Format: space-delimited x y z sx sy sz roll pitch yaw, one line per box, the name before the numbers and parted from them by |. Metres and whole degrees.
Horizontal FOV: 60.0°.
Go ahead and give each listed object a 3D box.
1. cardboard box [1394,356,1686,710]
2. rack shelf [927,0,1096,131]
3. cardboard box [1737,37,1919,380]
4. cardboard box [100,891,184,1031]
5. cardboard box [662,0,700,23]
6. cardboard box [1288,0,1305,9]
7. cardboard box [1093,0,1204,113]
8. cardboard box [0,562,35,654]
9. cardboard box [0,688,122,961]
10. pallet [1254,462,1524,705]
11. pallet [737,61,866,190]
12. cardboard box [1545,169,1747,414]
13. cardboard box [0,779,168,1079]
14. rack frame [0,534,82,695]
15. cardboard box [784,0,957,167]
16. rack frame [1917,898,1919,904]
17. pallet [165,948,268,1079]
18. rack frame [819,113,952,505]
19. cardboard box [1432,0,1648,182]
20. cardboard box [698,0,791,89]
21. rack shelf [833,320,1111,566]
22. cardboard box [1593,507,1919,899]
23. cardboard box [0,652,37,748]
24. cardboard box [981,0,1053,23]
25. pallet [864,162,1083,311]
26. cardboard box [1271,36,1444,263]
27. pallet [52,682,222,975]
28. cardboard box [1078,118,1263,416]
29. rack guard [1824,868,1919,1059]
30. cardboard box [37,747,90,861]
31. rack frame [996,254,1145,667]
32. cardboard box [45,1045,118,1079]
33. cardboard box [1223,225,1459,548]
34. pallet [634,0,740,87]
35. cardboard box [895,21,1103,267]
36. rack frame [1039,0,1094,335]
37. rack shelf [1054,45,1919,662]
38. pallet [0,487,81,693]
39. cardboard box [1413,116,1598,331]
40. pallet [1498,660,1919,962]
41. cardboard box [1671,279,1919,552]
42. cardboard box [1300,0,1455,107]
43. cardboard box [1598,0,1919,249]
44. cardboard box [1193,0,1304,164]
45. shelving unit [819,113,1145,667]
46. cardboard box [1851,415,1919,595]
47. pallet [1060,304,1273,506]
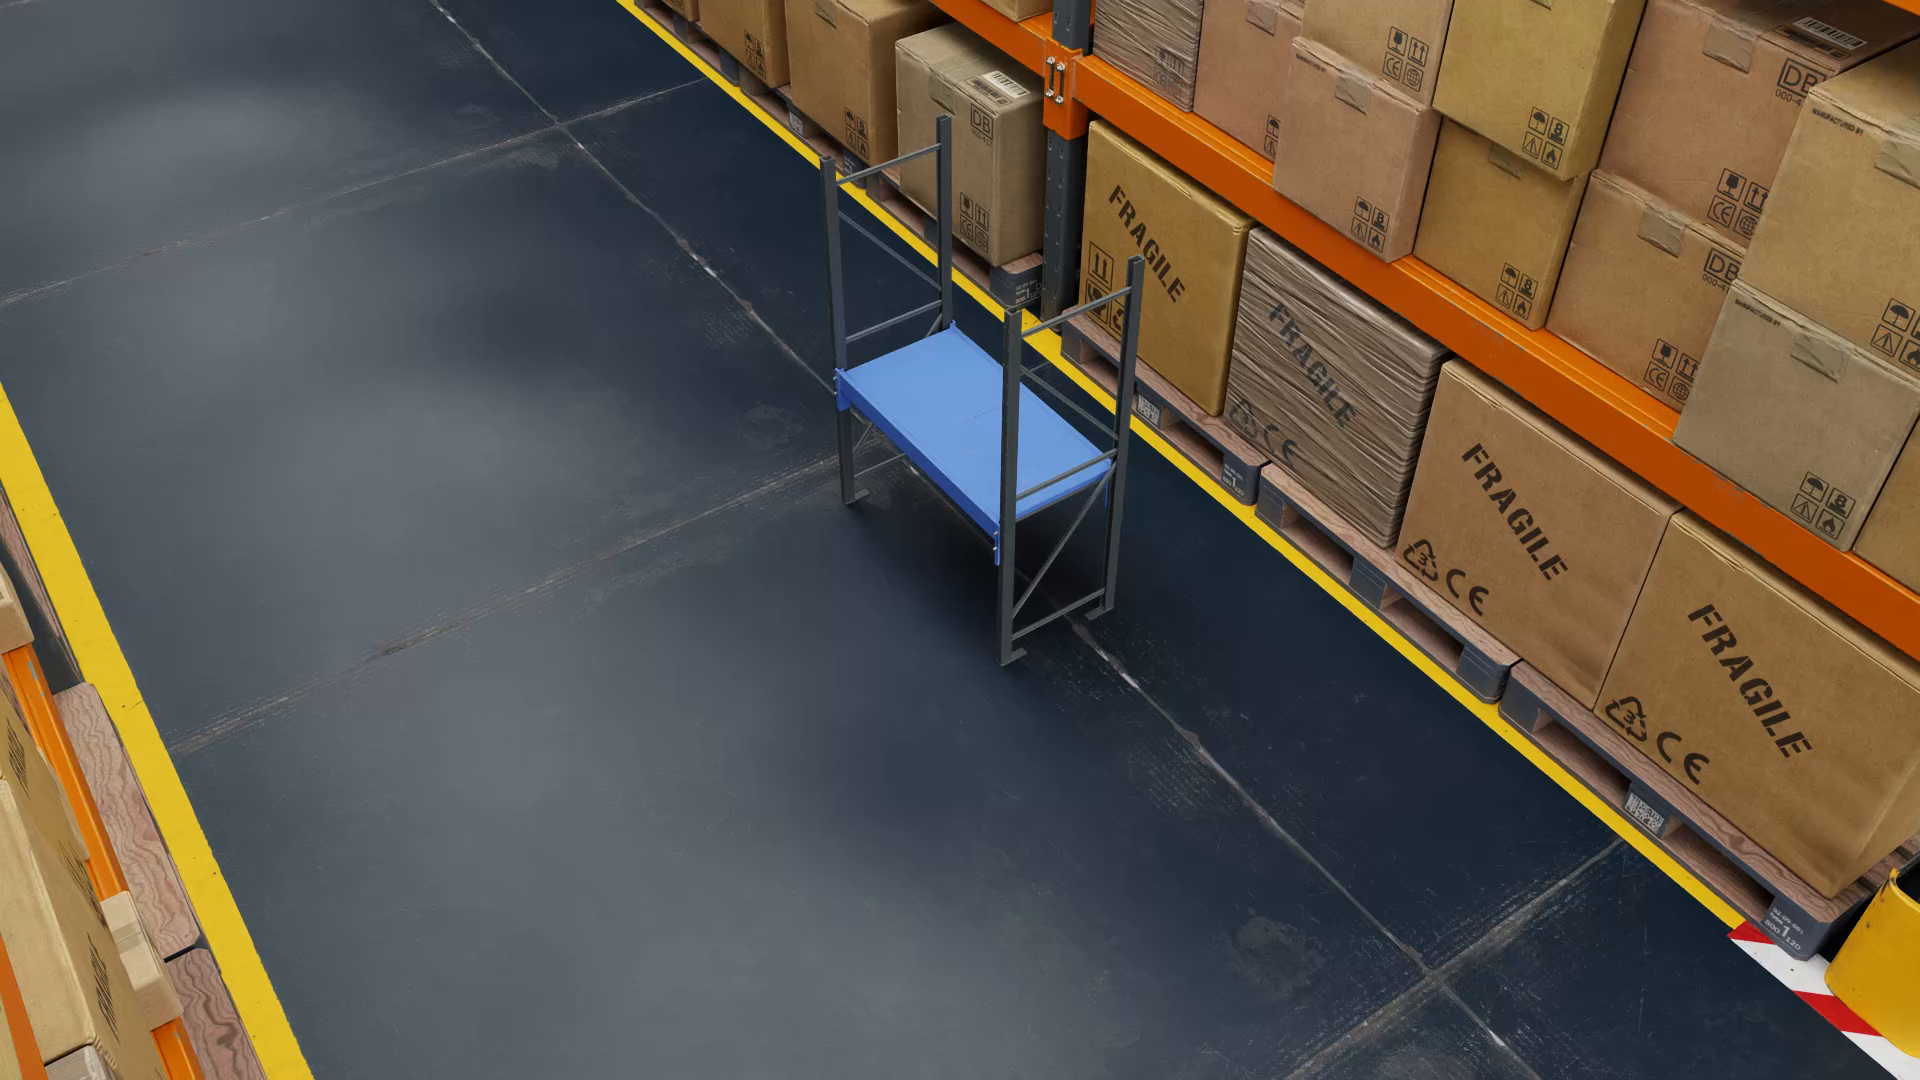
cardboard box | 2.133 -0.177 5.498 0.875 0.875 0.875 -26 50 -25
rack shelf | -0.352 -3.077 7.821 1.077 0.370 4.000 -26 49 -24
cardboard box | 2.510 -0.884 4.113 0.875 0.550 0.550 -26 49 -24
cardboard box | -1.792 0.911 3.306 0.380 0.149 0.250 -26 49 -24
cardboard box | -1.222 -3.427 8.993 1.050 0.750 0.750 -26 50 -25
cardboard box | 1.385 -2.161 5.451 0.875 0.550 0.550 -26 49 -24
cardboard box | 1.013 -2.054 6.121 0.875 0.550 0.550 -26 49 -24
cardboard box | -2.506 0.203 4.047 0.380 0.149 0.250 -26 49 -24
cardboard box | -1.704 0.470 2.573 0.500 0.500 0.500 -26 49 -24
pallet | 1.865 -0.042 6.141 1.003 0.211 1.213 -26 49 -24
pallet | -0.413 -2.294 8.500 1.003 0.211 1.213 -26 49 -24
cardboard box | 2.281 -0.855 4.865 0.875 0.550 0.550 -26 49 -24
cardboard box | -1.417 0.753 2.277 0.500 0.500 0.500 -26 49 -24
rack frame | -3.334 -0.302 4.394 1.000 3.000 0.127 -26 49 -24
cardboard box | -0.186 -2.406 7.923 1.050 0.750 0.750 -26 49 -24
rack frame | 3.080 0.061 4.013 1.000 3.000 0.127 -26 49 -24
pallet | -2.219 1.765 4.249 1.003 0.211 1.213 -26 49 -24
rack frame | -0.242 -0.782 5.983 0.500 1.500 0.032 -26 49 -24
cardboard box | 1.891 -1.504 4.762 0.875 0.550 0.500 -26 49 -24
cardboard box | -0.719 -2.933 8.476 1.050 0.750 0.750 -25 49 -24
rack shelf | 0.049 -0.364 5.806 0.538 0.185 1.000 -26 49 -24
cardboard box | 2.638 0.320 4.977 0.875 0.875 0.875 -25 49 -24
cardboard box | -1.995 0.190 2.867 0.500 0.500 0.500 -26 49 -24
cardboard box | 0.274 -2.430 6.551 0.500 0.500 0.500 -26 49 -25
pallet | 0.289 -1.603 7.776 1.003 0.211 1.213 -26 49 -24
cardboard box | 1.558 -1.399 5.435 0.875 0.550 0.550 -26 49 -24
pallet | -2.921 1.073 4.973 1.003 0.211 1.213 -26 49 -24
cardboard box | 1.094 -1.204 6.573 0.875 0.875 0.875 -25 49 -24
rack guard | 3.094 0.979 4.862 1.175 0.500 0.348 -26 49 -24
cardboard box | -2.124 0.650 3.579 0.380 0.149 0.250 -26 49 -24
rack frame | 0.340 -0.206 5.380 0.500 1.500 0.032 -26 49 -24
cardboard box | -1.137 1.039 1.978 0.500 0.500 0.500 -26 49 -24
cardboard box | 1.613 -0.695 6.040 0.875 0.875 0.875 -25 49 -24
pallet | -1.107 -2.985 9.224 1.003 0.211 1.213 -26 49 -24
cardboard box | 0.363 -1.858 7.349 1.050 0.750 0.750 -26 49 -25
rack frame | 0.792 -2.204 6.387 1.000 3.000 0.127 -26 49 -24
rack shelf | 1.936 -0.811 5.448 1.077 0.370 4.000 -26 49 -24
pallet | -3.781 0.266 5.818 1.003 0.211 1.213 -26 49 -24
cardboard box | 1.944 -1.139 5.162 0.875 0.550 0.500 -26 49 -24
pallet | 2.559 0.648 5.418 1.003 0.211 1.213 -26 49 -24
cardboard box | 2.498 -0.488 4.480 0.875 0.550 0.550 -26 49 -24
cardboard box | 1.581 -1.801 5.073 0.875 0.550 0.550 -26 49 -24
cardboard box | 2.301 -1.255 4.502 0.875 0.550 0.550 -26 49 -24
cardboard box | 1.346 -1.752 5.804 0.875 0.550 0.550 -26 49 -24
shelving unit | 0.049 -0.494 5.682 0.538 1.500 1.048 -26 49 -24
cardboard box | 2.831 -0.185 4.163 0.875 0.550 0.550 -26 49 -24
pallet | 1.163 -0.734 6.866 1.003 0.211 1.213 -26 49 -24
